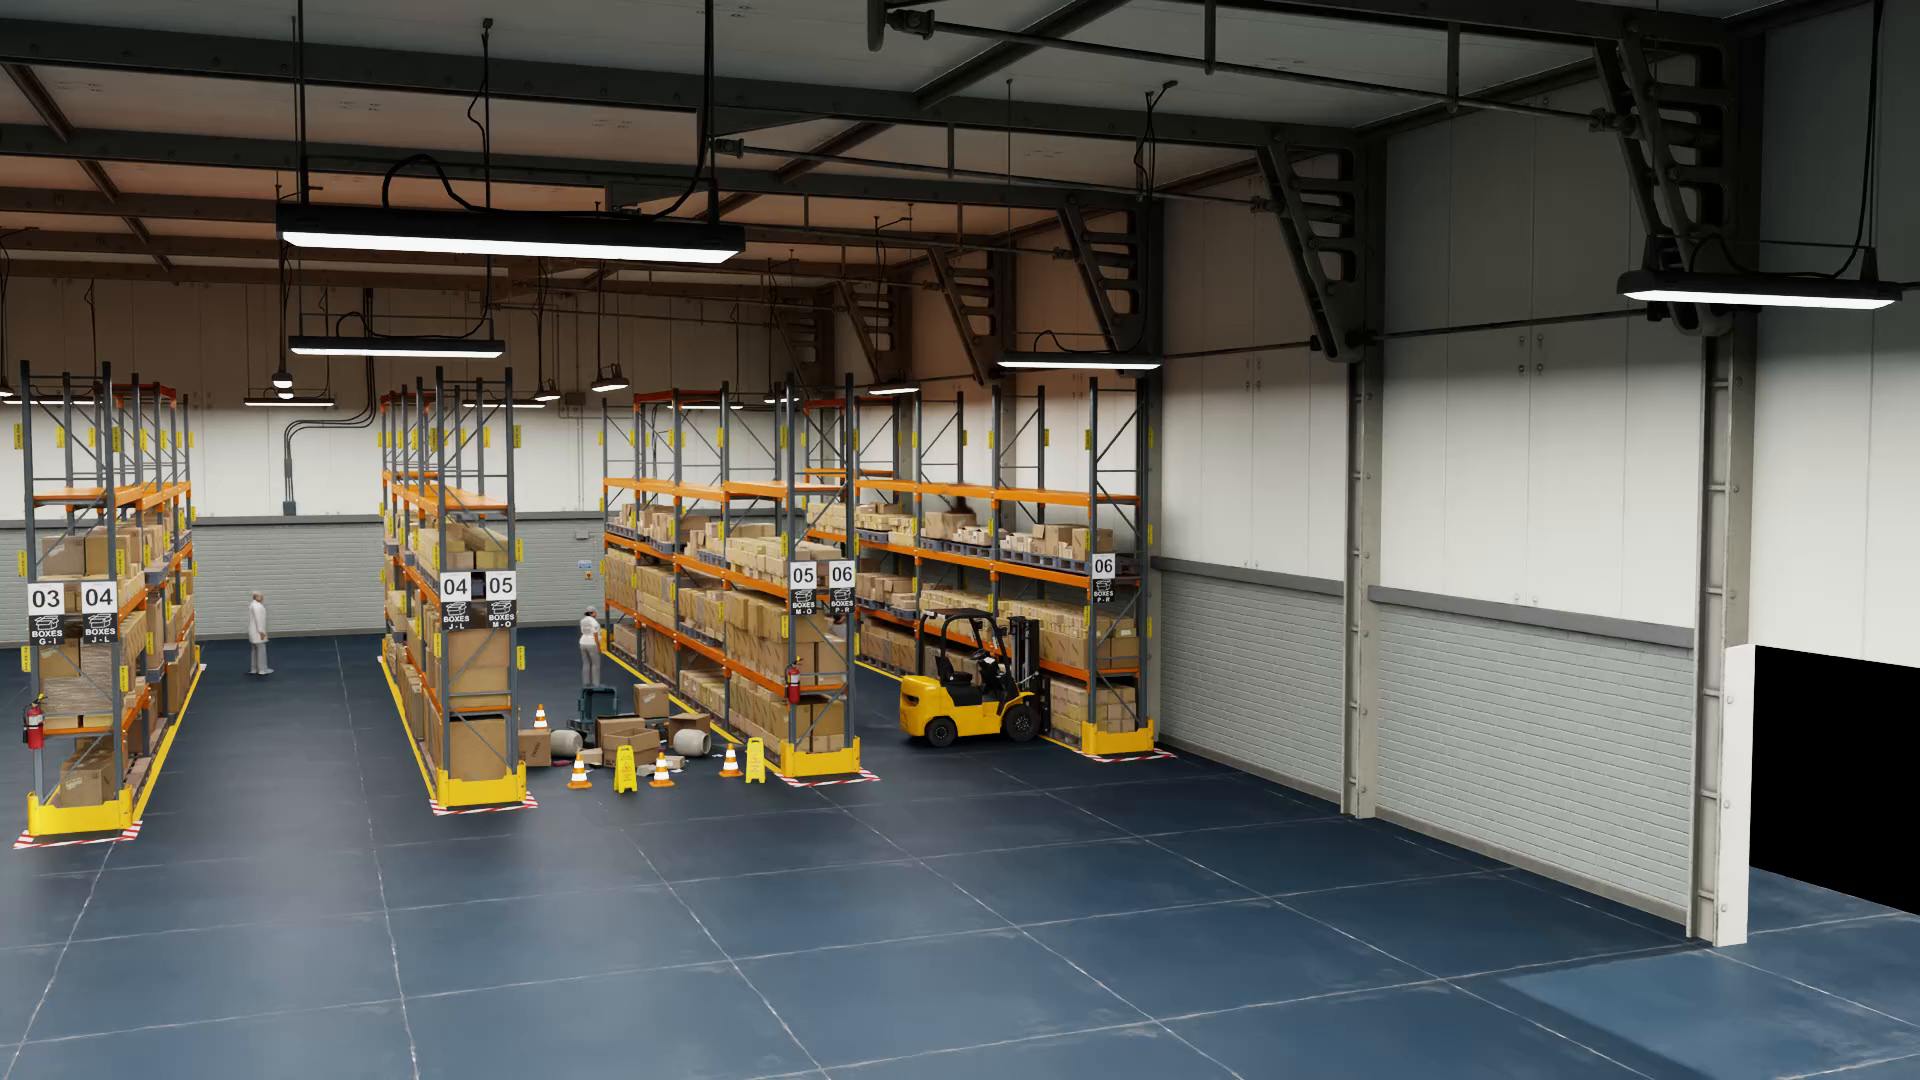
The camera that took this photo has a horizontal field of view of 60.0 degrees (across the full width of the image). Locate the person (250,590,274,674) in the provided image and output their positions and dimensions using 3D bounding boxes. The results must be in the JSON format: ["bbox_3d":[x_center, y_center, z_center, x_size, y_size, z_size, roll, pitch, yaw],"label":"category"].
[{"bbox_3d":[-14.914,1.963,35.504,0.450,1.781,0.654,-2,4,-32],"label":"person"}]

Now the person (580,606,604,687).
[{"bbox_3d":[-7.408,2.153,33.440,0.530,1.665,0.418,3,4,38],"label":"person"}]

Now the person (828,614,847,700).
[{"bbox_3d":[-2.185,2.074,30.148,0.430,1.684,0.676,-2,4,-25],"label":"person"}]
